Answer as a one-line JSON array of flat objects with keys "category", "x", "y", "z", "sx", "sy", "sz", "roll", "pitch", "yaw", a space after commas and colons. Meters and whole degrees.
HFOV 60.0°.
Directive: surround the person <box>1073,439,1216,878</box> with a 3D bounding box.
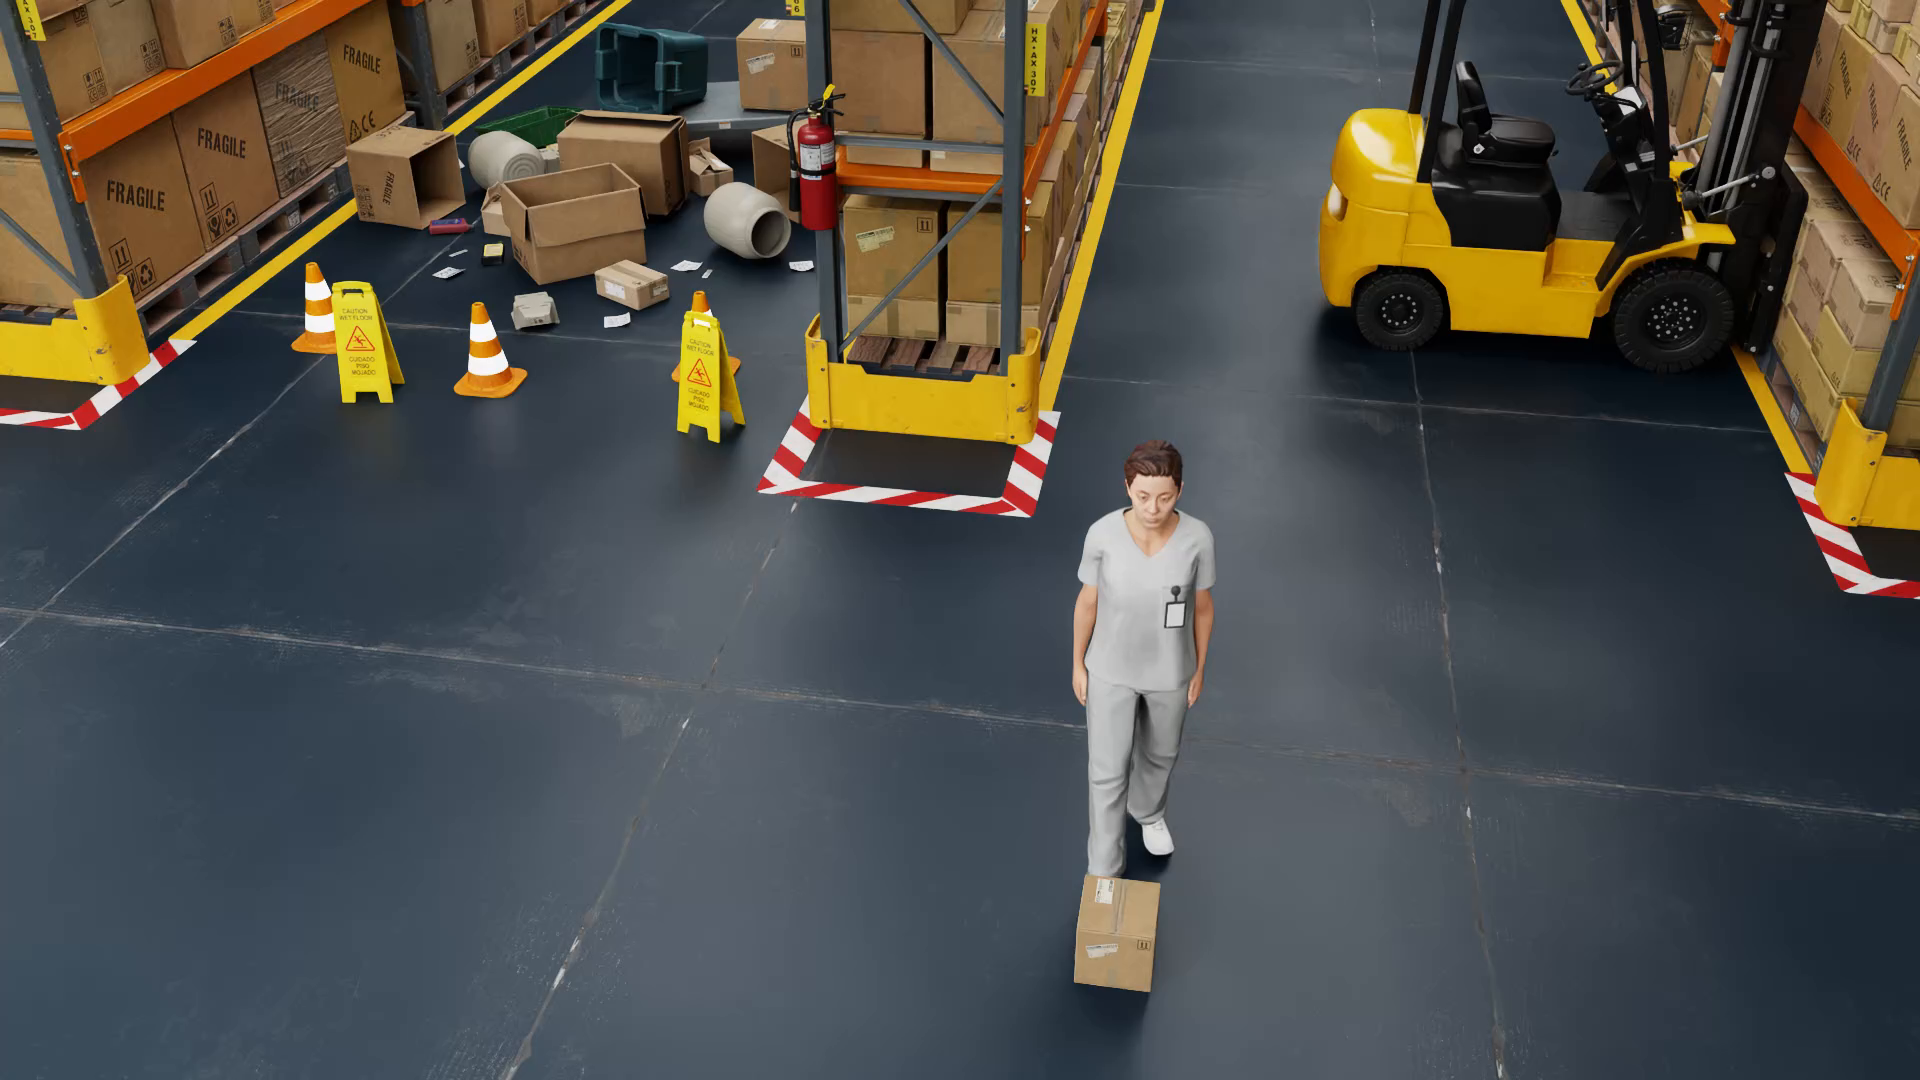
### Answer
[{"category": "person", "x": 0.591, "y": 0.468, "z": 5.431, "sx": 0.451, "sy": 1.627, "sz": 0.655, "roll": 2, "pitch": 33, "yaw": 2}]
